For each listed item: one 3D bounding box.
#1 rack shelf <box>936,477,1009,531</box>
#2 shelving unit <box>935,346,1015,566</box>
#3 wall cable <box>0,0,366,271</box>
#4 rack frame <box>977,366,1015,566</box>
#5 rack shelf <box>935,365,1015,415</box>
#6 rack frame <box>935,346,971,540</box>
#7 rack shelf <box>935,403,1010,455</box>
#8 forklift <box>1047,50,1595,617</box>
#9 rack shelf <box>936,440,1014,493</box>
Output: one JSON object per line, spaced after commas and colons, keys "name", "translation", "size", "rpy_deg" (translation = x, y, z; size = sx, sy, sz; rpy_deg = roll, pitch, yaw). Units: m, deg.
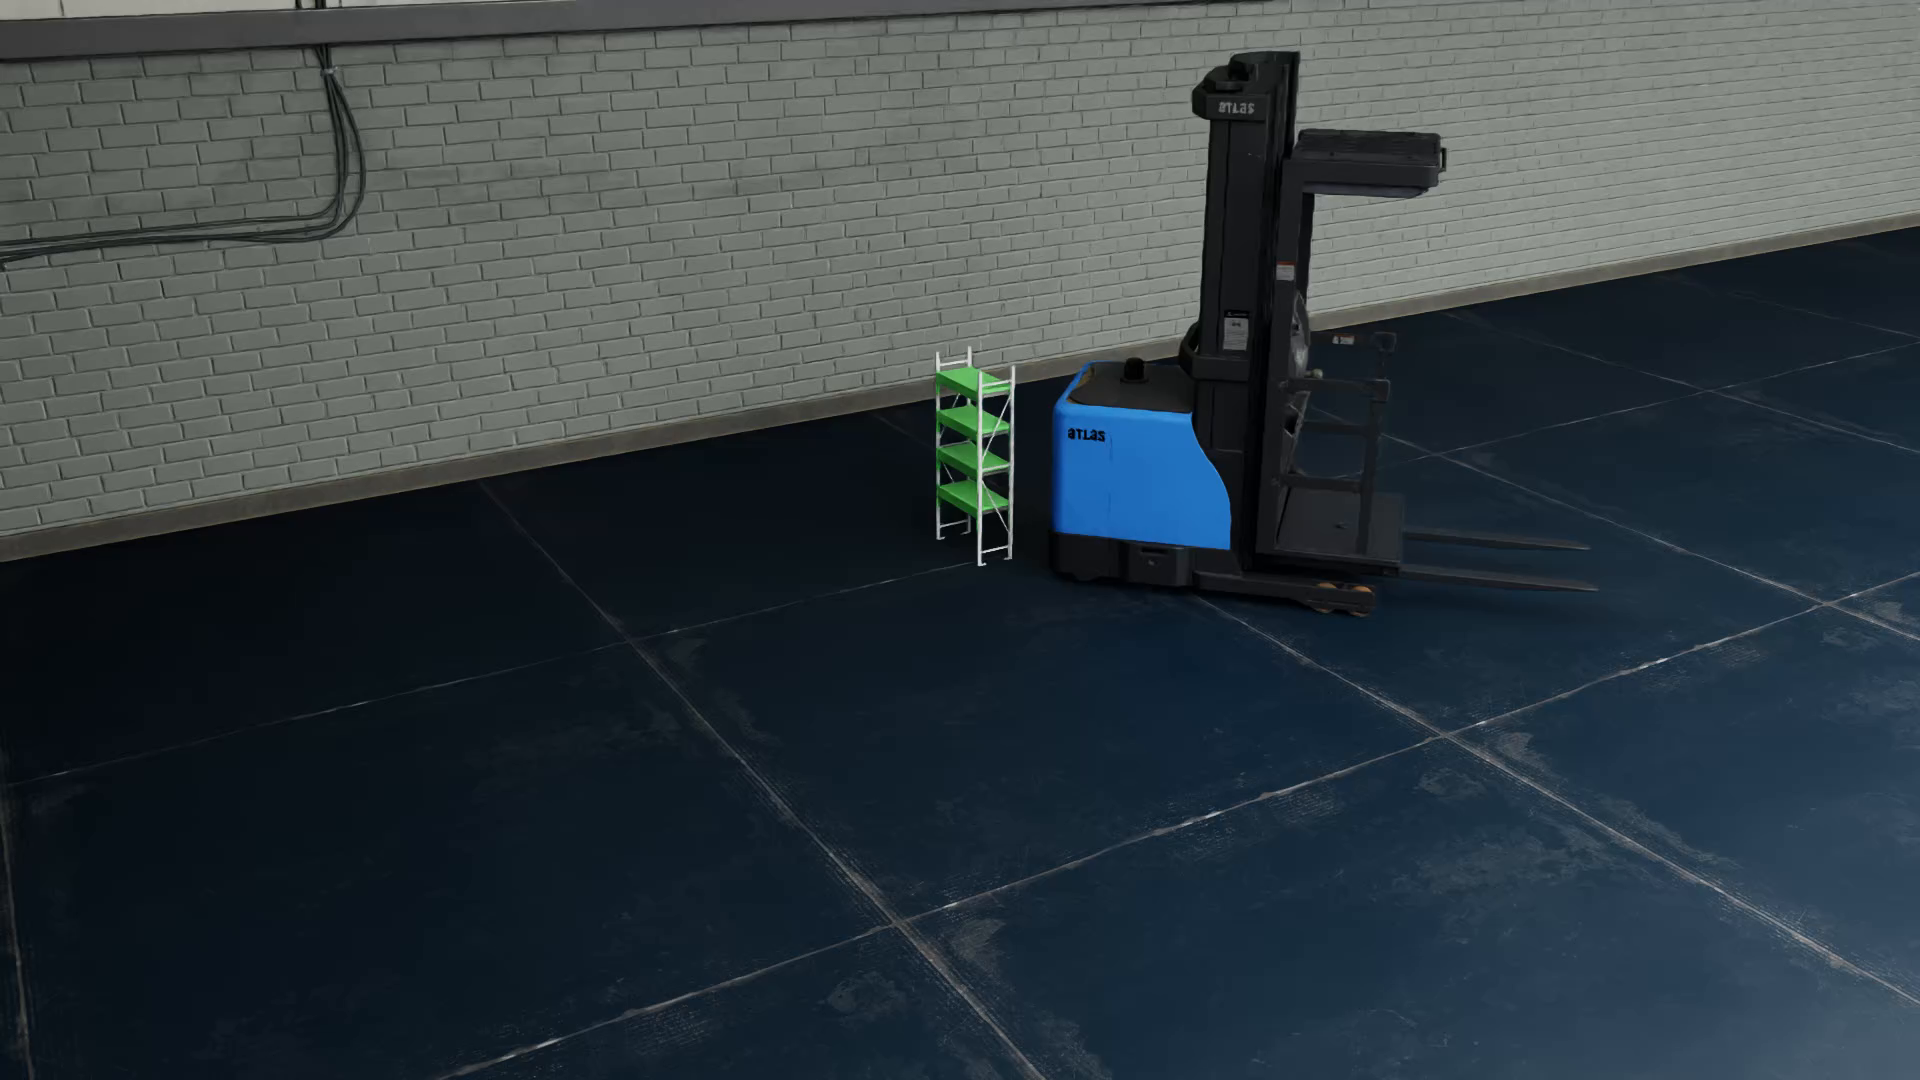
{"name": "rack shelf", "translation": [0.085, -0.221, 10.068], "size": [0.258, 0.148, 0.480], "rpy_deg": [-13, 25, -28]}
{"name": "shelving unit", "translation": [0.085, -0.502, 9.954], "size": [0.258, 1.200, 0.503], "rpy_deg": [-13, 25, -28]}
{"name": "wall cable", "translation": [-5.001, -2.753, 9.259], "size": [3.097, 2.526, 0.112], "rpy_deg": [-13, 25, -28]}
{"name": "rack frame", "translation": [0.209, -0.423, 9.759], "size": [0.240, 1.200, 0.015], "rpy_deg": [-13, 25, -28]}
{"name": "rack shelf", "translation": [0.085, -0.888, 9.797], "size": [0.258, 0.148, 0.480], "rpy_deg": [-13, 25, -28]}
{"name": "rack frame", "translation": [-0.040, -0.581, 10.148], "size": [0.240, 1.200, 0.015], "rpy_deg": [-13, 25, -28]}
{"name": "rack shelf", "translation": [0.085, -0.665, 9.887], "size": [0.258, 0.148, 0.480], "rpy_deg": [-13, 25, -28]}
{"name": "forklift", "translation": [2.086, -1.153, 9.257], "size": [3.031, 2.935, 1.130], "rpy_deg": [6, 23, 14]}
{"name": "rack shelf", "translation": [0.085, -0.443, 9.978], "size": [0.258, 0.148, 0.480], "rpy_deg": [-13, 25, -28]}
